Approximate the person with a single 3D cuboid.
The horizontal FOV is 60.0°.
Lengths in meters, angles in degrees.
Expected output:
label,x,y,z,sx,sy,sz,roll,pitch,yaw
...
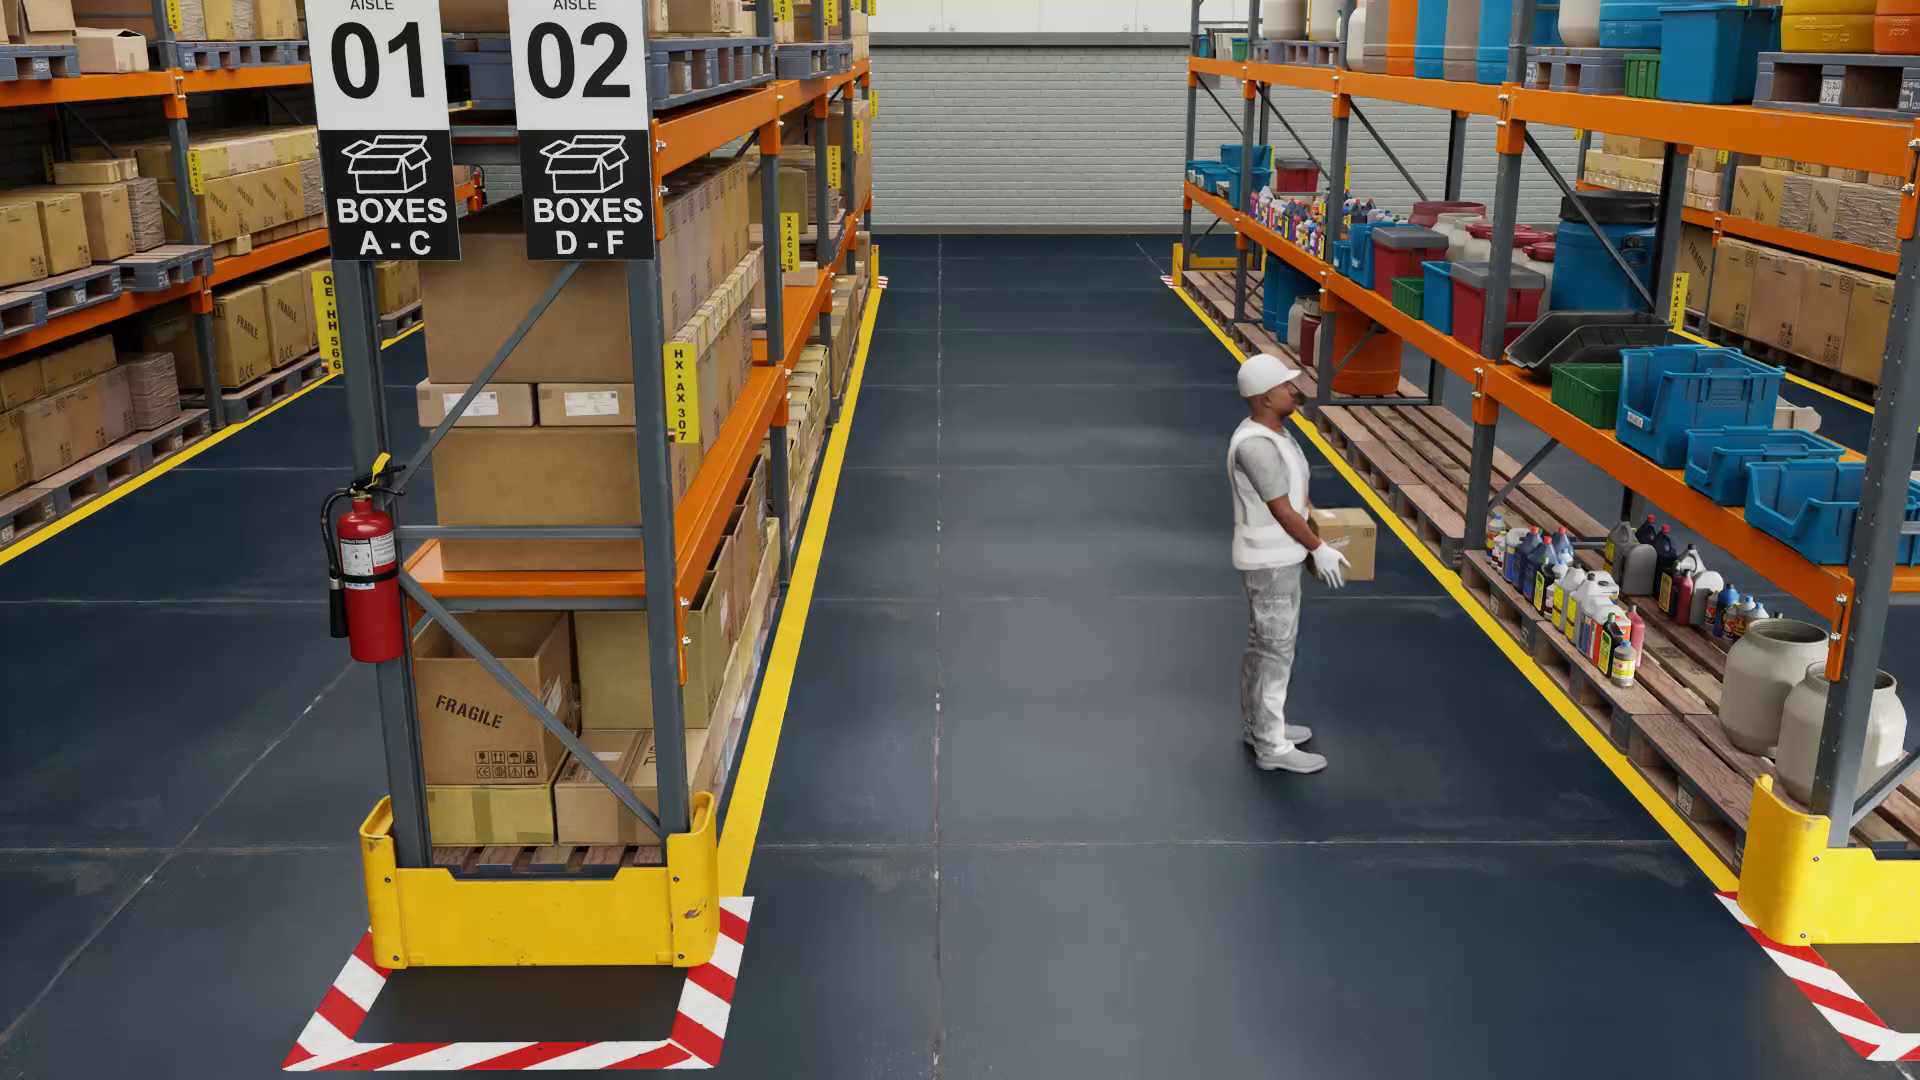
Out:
label,x,y,z,sx,sy,sz,roll,pitch,yaw
person,1.423,0.089,7.208,0.550,1.788,0.526,4,17,13
